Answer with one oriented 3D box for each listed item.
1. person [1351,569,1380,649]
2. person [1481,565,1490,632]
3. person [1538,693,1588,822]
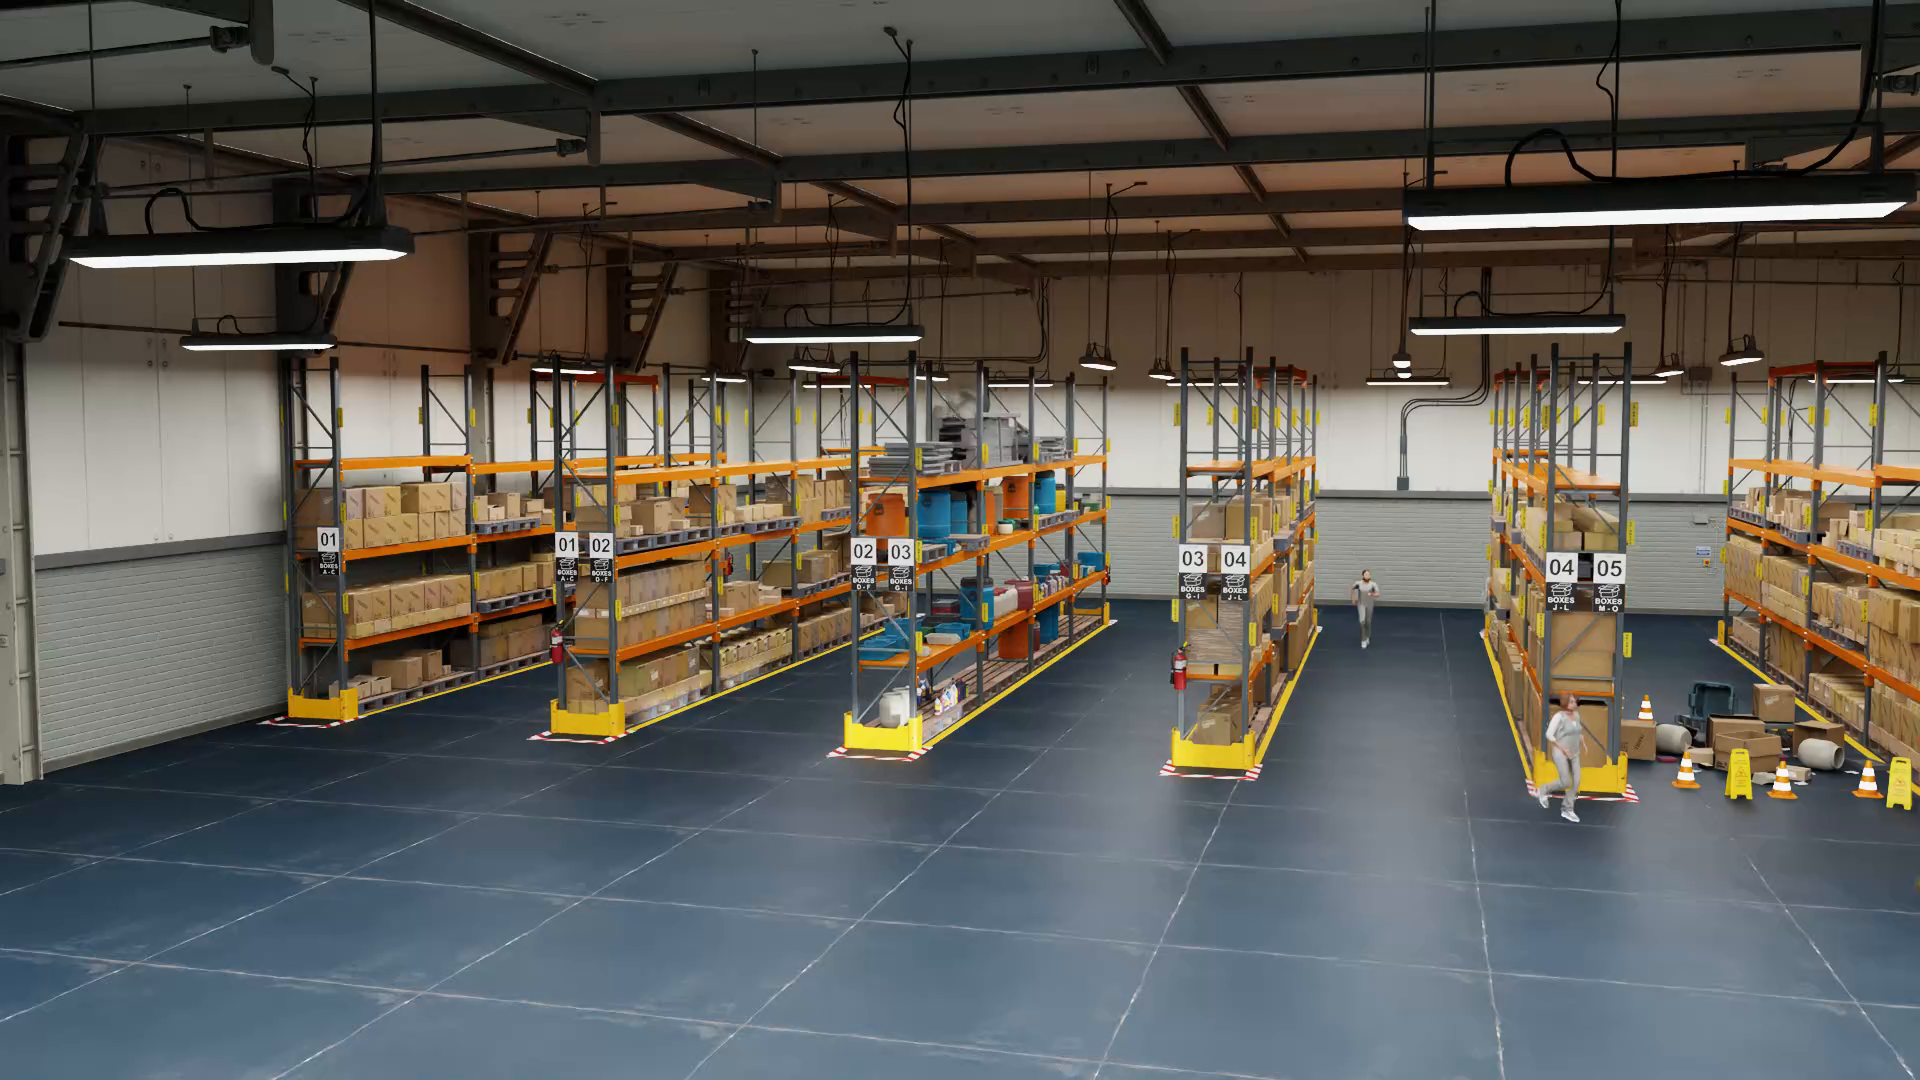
[{"bbox_3d":[8.879,1.490,36.462,0.589,1.712,0.848,1,4,7],"label":"person"},{"bbox_3d":[12.546,1.329,38.927,0.614,1.663,0.630,0,4,0],"label":"person"},{"bbox_3d":[7.563,2.698,20.851,0.564,1.584,0.610,-2,5,-25],"label":"person"}]
